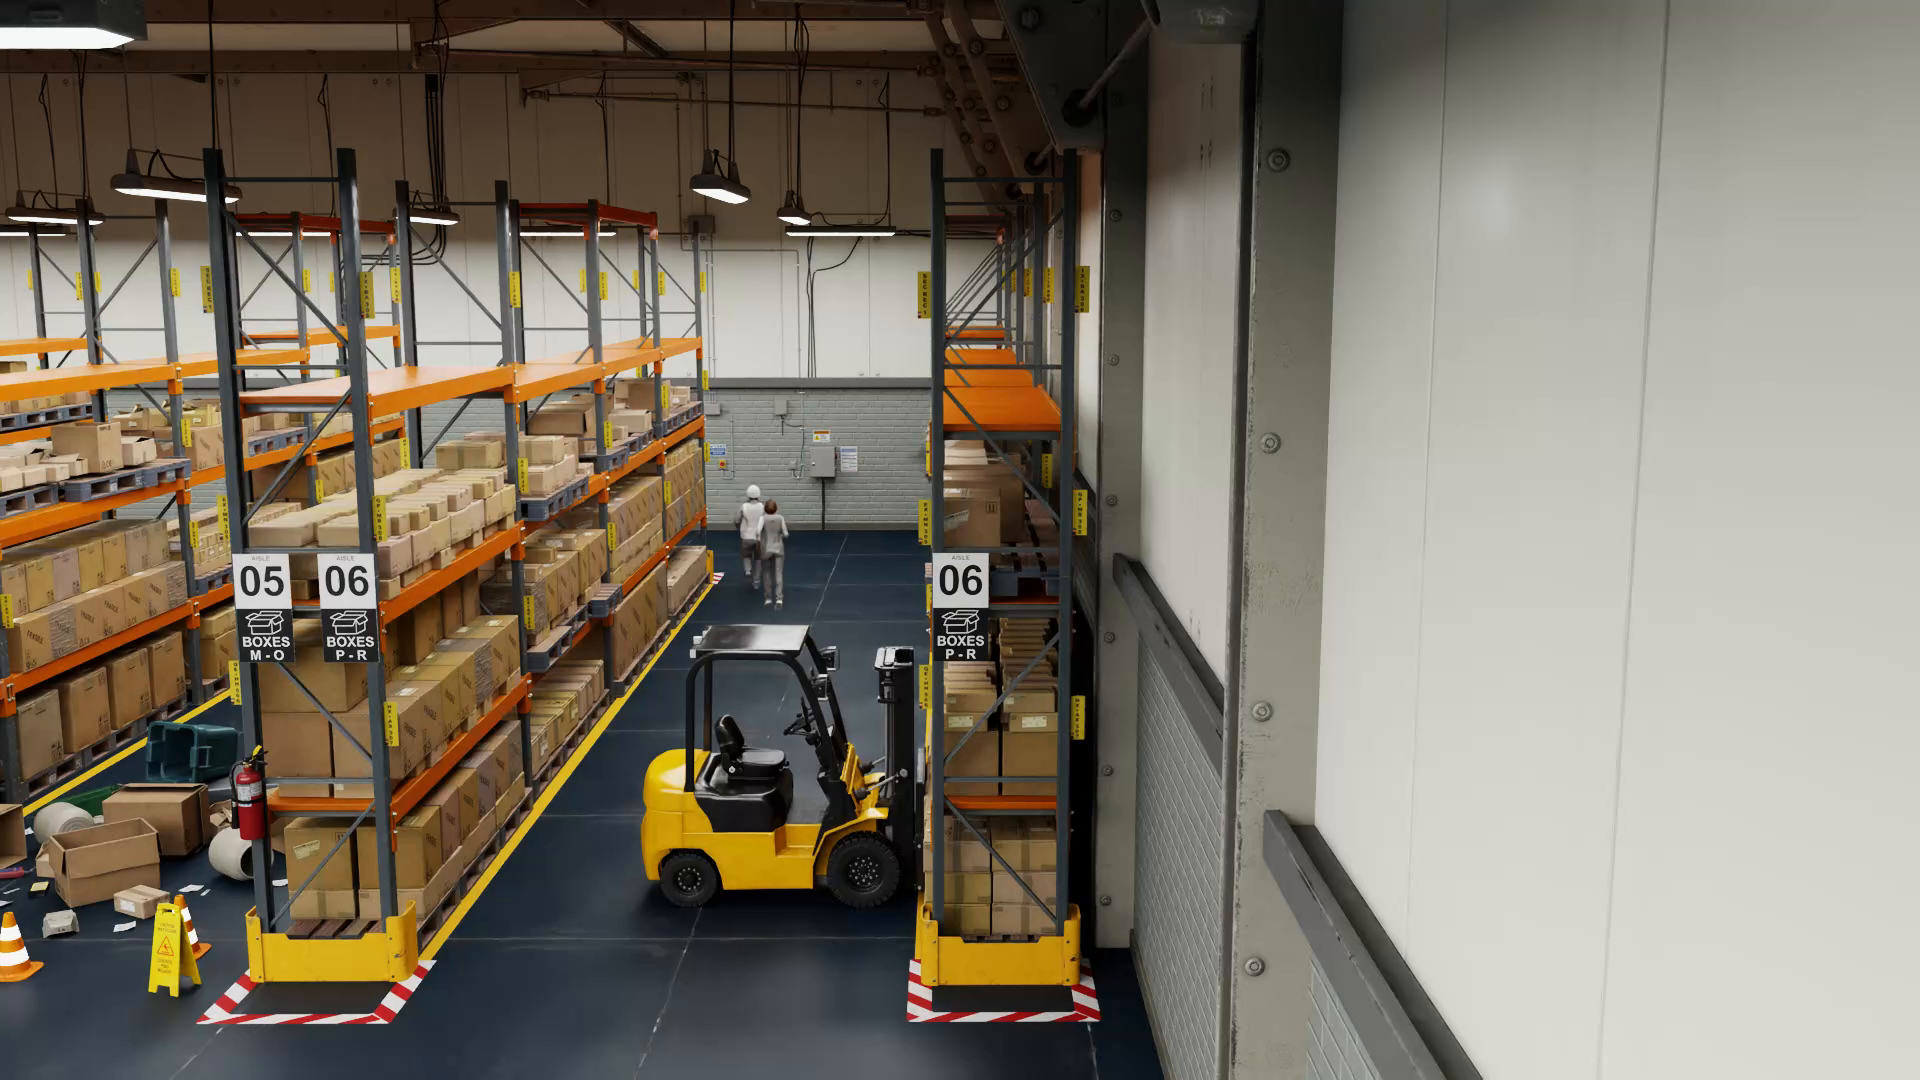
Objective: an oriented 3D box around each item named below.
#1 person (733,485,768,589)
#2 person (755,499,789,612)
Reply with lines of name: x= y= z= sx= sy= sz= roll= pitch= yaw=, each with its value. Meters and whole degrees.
person: x=-3.385 y=-0.053 z=27.297 sx=0.655 sy=1.722 sz=0.604 roll=-1 pitch=9 yaw=-7
person: x=-2.736 y=0.218 z=24.213 sx=0.514 sy=1.610 sz=0.820 roll=-2 pitch=9 yaw=-13
